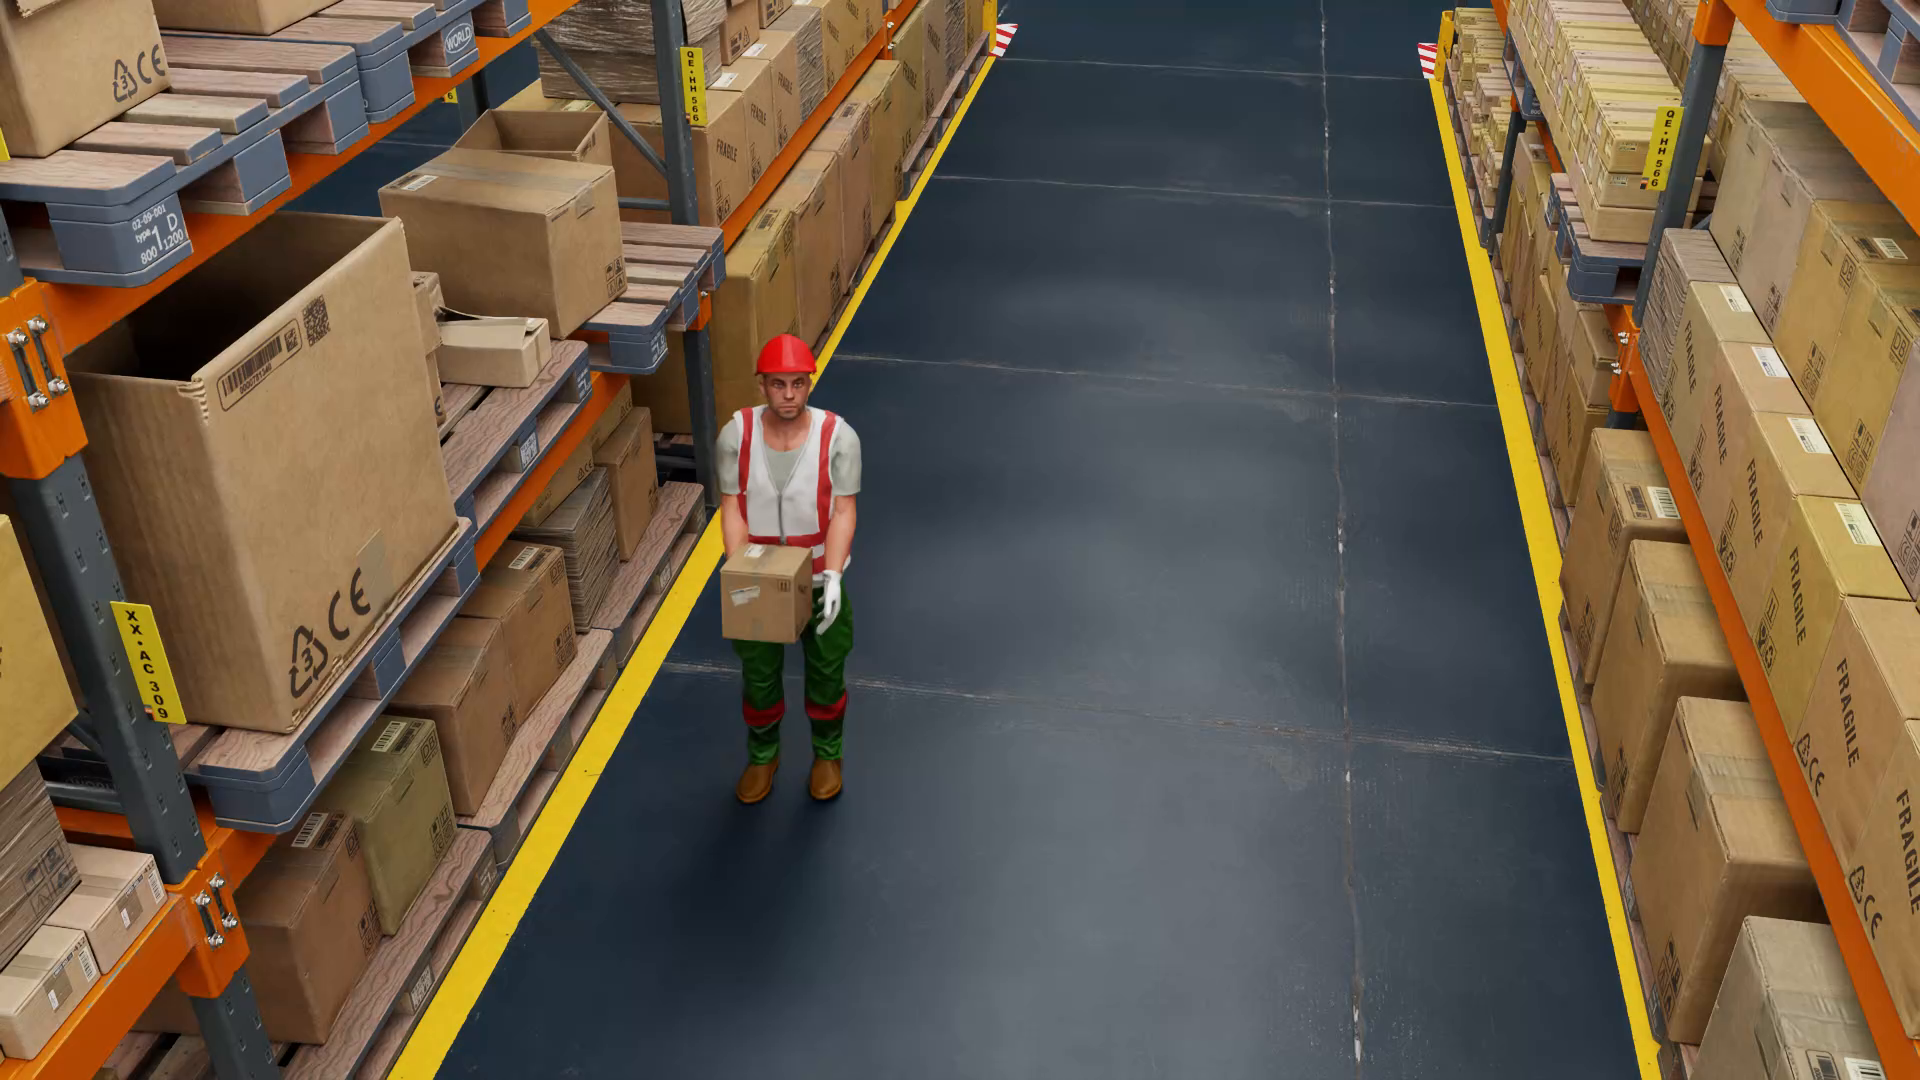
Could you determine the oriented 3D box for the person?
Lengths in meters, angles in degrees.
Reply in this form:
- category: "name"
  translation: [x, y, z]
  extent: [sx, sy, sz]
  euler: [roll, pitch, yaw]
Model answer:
- category: "person"
  translation: [-0.592, 0.166, 5.846]
  extent: [0.515, 1.793, 0.552]
  euler: [-1, 32, -1]
